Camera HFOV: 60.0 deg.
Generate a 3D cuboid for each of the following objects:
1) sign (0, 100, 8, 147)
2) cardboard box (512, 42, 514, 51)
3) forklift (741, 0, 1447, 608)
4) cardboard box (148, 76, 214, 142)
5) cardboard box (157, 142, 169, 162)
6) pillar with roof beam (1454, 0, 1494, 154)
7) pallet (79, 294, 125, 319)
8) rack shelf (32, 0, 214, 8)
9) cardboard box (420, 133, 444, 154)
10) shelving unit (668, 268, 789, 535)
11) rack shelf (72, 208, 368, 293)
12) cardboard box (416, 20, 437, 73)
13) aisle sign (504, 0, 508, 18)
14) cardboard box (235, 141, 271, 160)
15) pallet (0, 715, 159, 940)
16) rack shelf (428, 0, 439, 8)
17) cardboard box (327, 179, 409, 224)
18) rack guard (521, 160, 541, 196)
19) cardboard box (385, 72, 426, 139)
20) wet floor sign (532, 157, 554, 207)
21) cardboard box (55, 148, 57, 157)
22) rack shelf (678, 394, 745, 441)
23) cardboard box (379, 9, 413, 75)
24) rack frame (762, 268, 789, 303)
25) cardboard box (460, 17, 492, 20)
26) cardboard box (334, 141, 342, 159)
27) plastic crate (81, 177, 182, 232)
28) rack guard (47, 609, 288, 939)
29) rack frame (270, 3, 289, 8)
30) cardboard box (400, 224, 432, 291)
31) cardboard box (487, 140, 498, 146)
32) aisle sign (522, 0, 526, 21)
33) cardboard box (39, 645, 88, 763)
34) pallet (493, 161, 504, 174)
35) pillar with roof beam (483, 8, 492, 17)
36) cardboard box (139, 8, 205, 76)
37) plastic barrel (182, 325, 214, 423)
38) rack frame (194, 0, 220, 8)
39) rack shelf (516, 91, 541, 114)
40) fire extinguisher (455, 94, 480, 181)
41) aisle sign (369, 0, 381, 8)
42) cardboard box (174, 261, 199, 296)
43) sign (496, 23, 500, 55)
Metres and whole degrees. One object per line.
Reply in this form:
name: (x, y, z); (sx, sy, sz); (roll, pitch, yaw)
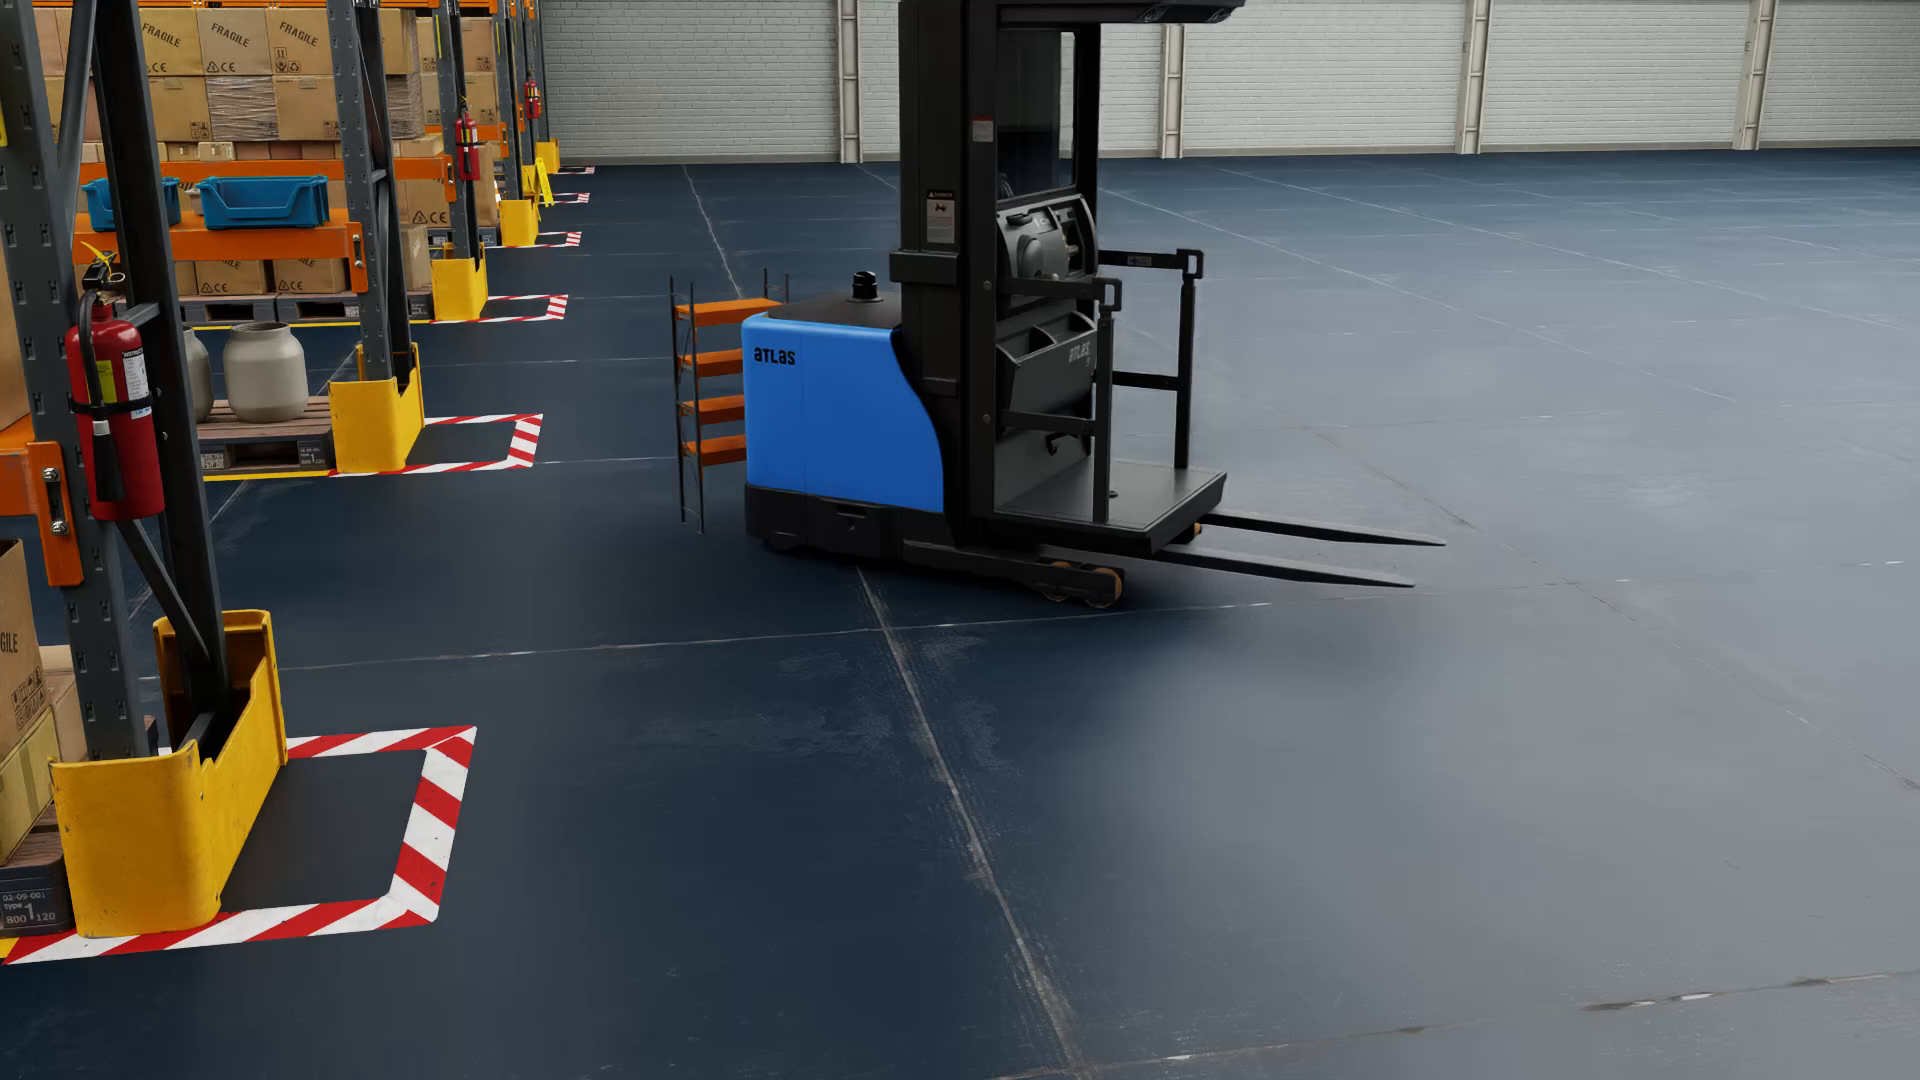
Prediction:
sign: (-2.217, -1.064, 3.793); (0.005, 0.325, 0.100); (-3, 17, -10)
cardboard box: (-7.318, -8.118, 27.351); (0.250, 0.149, 0.380); (-3, 17, -10)
forklift: (0.562, -1.296, 7.039); (3.031, 2.935, 1.130); (8, 19, 25)
cardboard box: (-6.187, -3.476, 13.343); (0.500, 0.500, 0.875); (-3, 17, -10)
cardboard box: (-6.370, -3.081, 13.161); (0.250, 0.149, 0.380); (-3, 17, -10)
pillar with roof beam: (10.628, -10.549, 26.830); (0.400, 9.000, 9.100); (-3, 17, -10)
pallet: (-7.456, -1.903, 13.647); (1.213, 0.211, 1.003); (-3, 17, -10)
rack shelf: (-11.952, -7.024, 21.686); (4.000, 0.370, 1.077); (-3, 17, -10)
cardboard box: (-4.507, -3.344, 14.017); (0.250, 0.149, 0.380); (-3, 17, -10)
shelving unit: (-1.079, -0.665, 7.932); (0.503, 1.200, 0.258); (-11, 20, -32)
rack shelf: (-5.206, -1.528, 8.902); (4.000, 0.370, 1.077); (-3, 17, -10)
cardboard box: (-5.917, -5.368, 18.084); (0.550, 0.550, 0.875); (-3, 17, -10)
aisle sign: (-4.897, -6.007, 17.831); (0.004, 0.787, 0.394); (-3, 17, -10)
cardboard box: (-5.646, -3.141, 13.357); (0.250, 0.149, 0.380); (-3, 17, -10)
pallet: (-3.049, 0.833, 4.741); (1.213, 0.211, 1.003); (-3, 17, -10)
rack shelf: (-6.145, -4.389, 13.111); (4.000, 0.370, 1.077); (-3, 17, -10)
cardboard box: (-6.540, -3.925, 18.385); (0.875, 0.875, 0.875); (-4, 17, -11)
rack guard: (-6.136, -5.069, 23.462); (0.348, 0.500, 1.175); (-3, 17, -10)
cardboard box: (-4.727, -3.578, 13.676); (0.500, 0.500, 0.875); (-3, 17, -10)
wet floor sign: (-5.672, -4.844, 22.485); (0.232, 0.644, 0.267); (3, 17, 9)
cardboard box: (-7.109, -3.042, 13.035); (0.250, 0.149, 0.380); (-3, 17, -10)
rack shelf: (-1.079, -0.600, 7.952); (0.480, 0.148, 0.258); (-11, 20, -32)
cardboard box: (-4.675, -3.977, 13.271); (0.500, 0.500, 0.500); (-3, 17, -10)
rack frame: (-0.876, -0.704, 8.060); (0.015, 1.200, 0.240); (-11, 20, -32)
cardboard box: (-6.522, -6.844, 22.607); (0.500, 0.500, 0.700); (-4, 17, -12)
cardboard box: (-4.903, -3.173, 13.461); (0.250, 0.149, 0.380); (-3, 17, -10)
plastic crate: (-4.315, -1.763, 8.697); (0.408, 0.251, 0.499); (-3, 17, -10)
rack guard: (-2.282, 0.639, 4.881); (0.348, 0.500, 1.175); (-3, 17, -10)
rack frame: (-10.934, -7.476, 27.042); (0.127, 3.000, 1.000); (-3, 17, -10)
cardboard box: (-4.798, -2.387, 14.016); (0.500, 0.500, 0.500); (0, 17, 0)
cardboard box: (-7.920, -6.682, 27.573); (0.500, 0.250, 0.500); (-3, 17, -11)
aisle sign: (-6.059, -7.603, 23.030); (0.004, 0.787, 0.394); (-3, 17, -10)
cardboard box: (-2.875, 0.524, 4.963); (0.500, 0.250, 0.500); (-3, 17, -10)
pallet: (-7.750, -6.311, 27.999); (1.213, 0.211, 1.003); (-3, 17, -10)
pillar with roof beam: (-7.045, -9.546, 23.566); (0.400, 9.000, 9.100); (-3, 17, -10)
cardboard box: (-6.148, -3.895, 13.004); (0.500, 0.500, 0.500); (-3, 17, -10)
plastic barrel: (-4.366, -0.908, 9.181); (0.421, 0.512, 0.421); (0, 17, 0)
rack frame: (-9.989, -6.045, 22.384); (0.127, 3.000, 1.000); (-3, 17, -10)
rack shelf: (-8.970, -7.243, 27.510); (4.000, 0.370, 1.077); (-3, 17, -10)
fire extinguisher: (-3.982, -3.247, 13.408); (0.183, 0.674, 0.296); (-3, 17, -10)
aisle sign: (-3.227, -3.314, 9.066); (0.004, 0.787, 0.394); (-3, 17, -10)
cardboard box: (-6.553, -2.296, 13.720); (0.500, 0.500, 0.500); (-5, 18, -15)
sign: (-4.934, -5.356, 17.765); (0.005, 0.325, 0.100); (-3, 17, -10)
